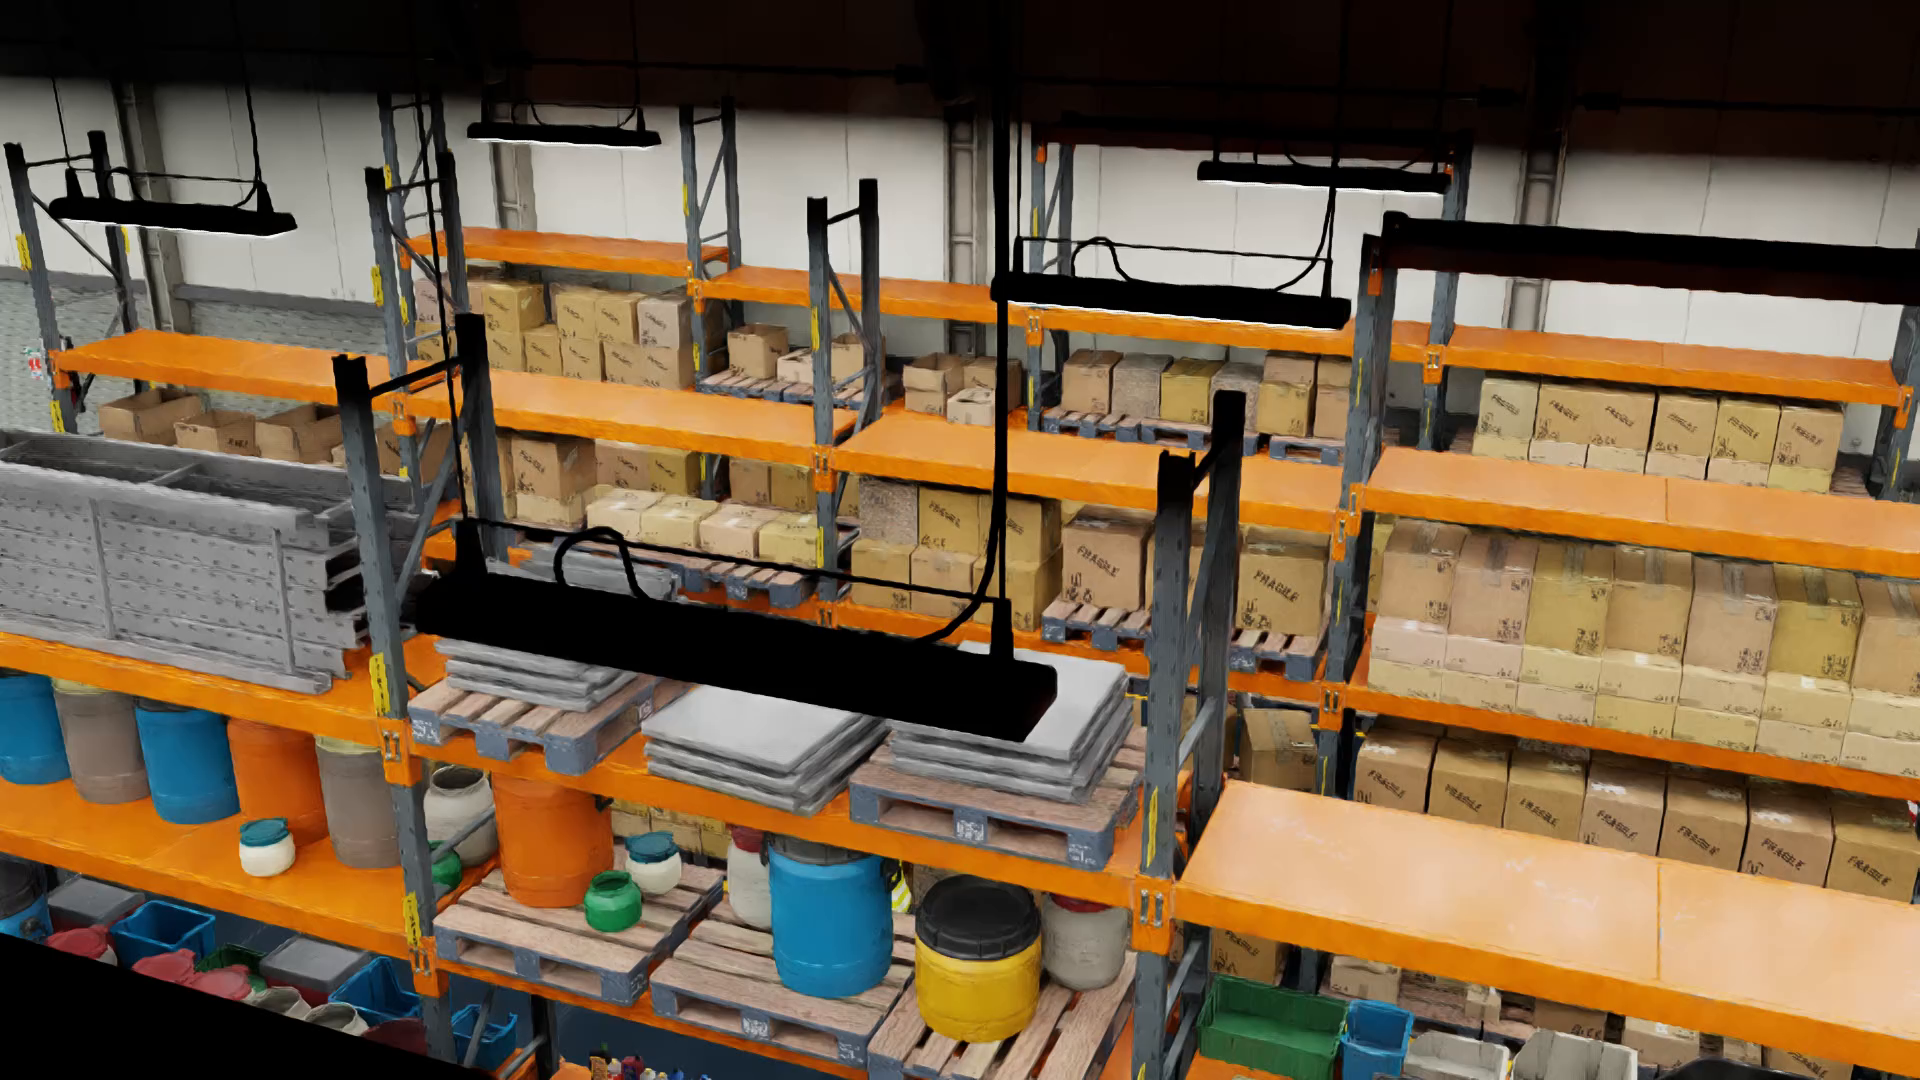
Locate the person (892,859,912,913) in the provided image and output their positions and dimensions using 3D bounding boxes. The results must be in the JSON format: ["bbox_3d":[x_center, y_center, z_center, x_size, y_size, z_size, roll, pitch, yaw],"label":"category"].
[{"bbox_3d":[-0.579,2.794,12.673,0.578,1.714,0.719,7,22,19],"label":"person"}]

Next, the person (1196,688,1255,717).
[{"bbox_3d":[2.581,1.340,16.438,1.196,1.698,0.601,7,22,19],"label":"person"}]
